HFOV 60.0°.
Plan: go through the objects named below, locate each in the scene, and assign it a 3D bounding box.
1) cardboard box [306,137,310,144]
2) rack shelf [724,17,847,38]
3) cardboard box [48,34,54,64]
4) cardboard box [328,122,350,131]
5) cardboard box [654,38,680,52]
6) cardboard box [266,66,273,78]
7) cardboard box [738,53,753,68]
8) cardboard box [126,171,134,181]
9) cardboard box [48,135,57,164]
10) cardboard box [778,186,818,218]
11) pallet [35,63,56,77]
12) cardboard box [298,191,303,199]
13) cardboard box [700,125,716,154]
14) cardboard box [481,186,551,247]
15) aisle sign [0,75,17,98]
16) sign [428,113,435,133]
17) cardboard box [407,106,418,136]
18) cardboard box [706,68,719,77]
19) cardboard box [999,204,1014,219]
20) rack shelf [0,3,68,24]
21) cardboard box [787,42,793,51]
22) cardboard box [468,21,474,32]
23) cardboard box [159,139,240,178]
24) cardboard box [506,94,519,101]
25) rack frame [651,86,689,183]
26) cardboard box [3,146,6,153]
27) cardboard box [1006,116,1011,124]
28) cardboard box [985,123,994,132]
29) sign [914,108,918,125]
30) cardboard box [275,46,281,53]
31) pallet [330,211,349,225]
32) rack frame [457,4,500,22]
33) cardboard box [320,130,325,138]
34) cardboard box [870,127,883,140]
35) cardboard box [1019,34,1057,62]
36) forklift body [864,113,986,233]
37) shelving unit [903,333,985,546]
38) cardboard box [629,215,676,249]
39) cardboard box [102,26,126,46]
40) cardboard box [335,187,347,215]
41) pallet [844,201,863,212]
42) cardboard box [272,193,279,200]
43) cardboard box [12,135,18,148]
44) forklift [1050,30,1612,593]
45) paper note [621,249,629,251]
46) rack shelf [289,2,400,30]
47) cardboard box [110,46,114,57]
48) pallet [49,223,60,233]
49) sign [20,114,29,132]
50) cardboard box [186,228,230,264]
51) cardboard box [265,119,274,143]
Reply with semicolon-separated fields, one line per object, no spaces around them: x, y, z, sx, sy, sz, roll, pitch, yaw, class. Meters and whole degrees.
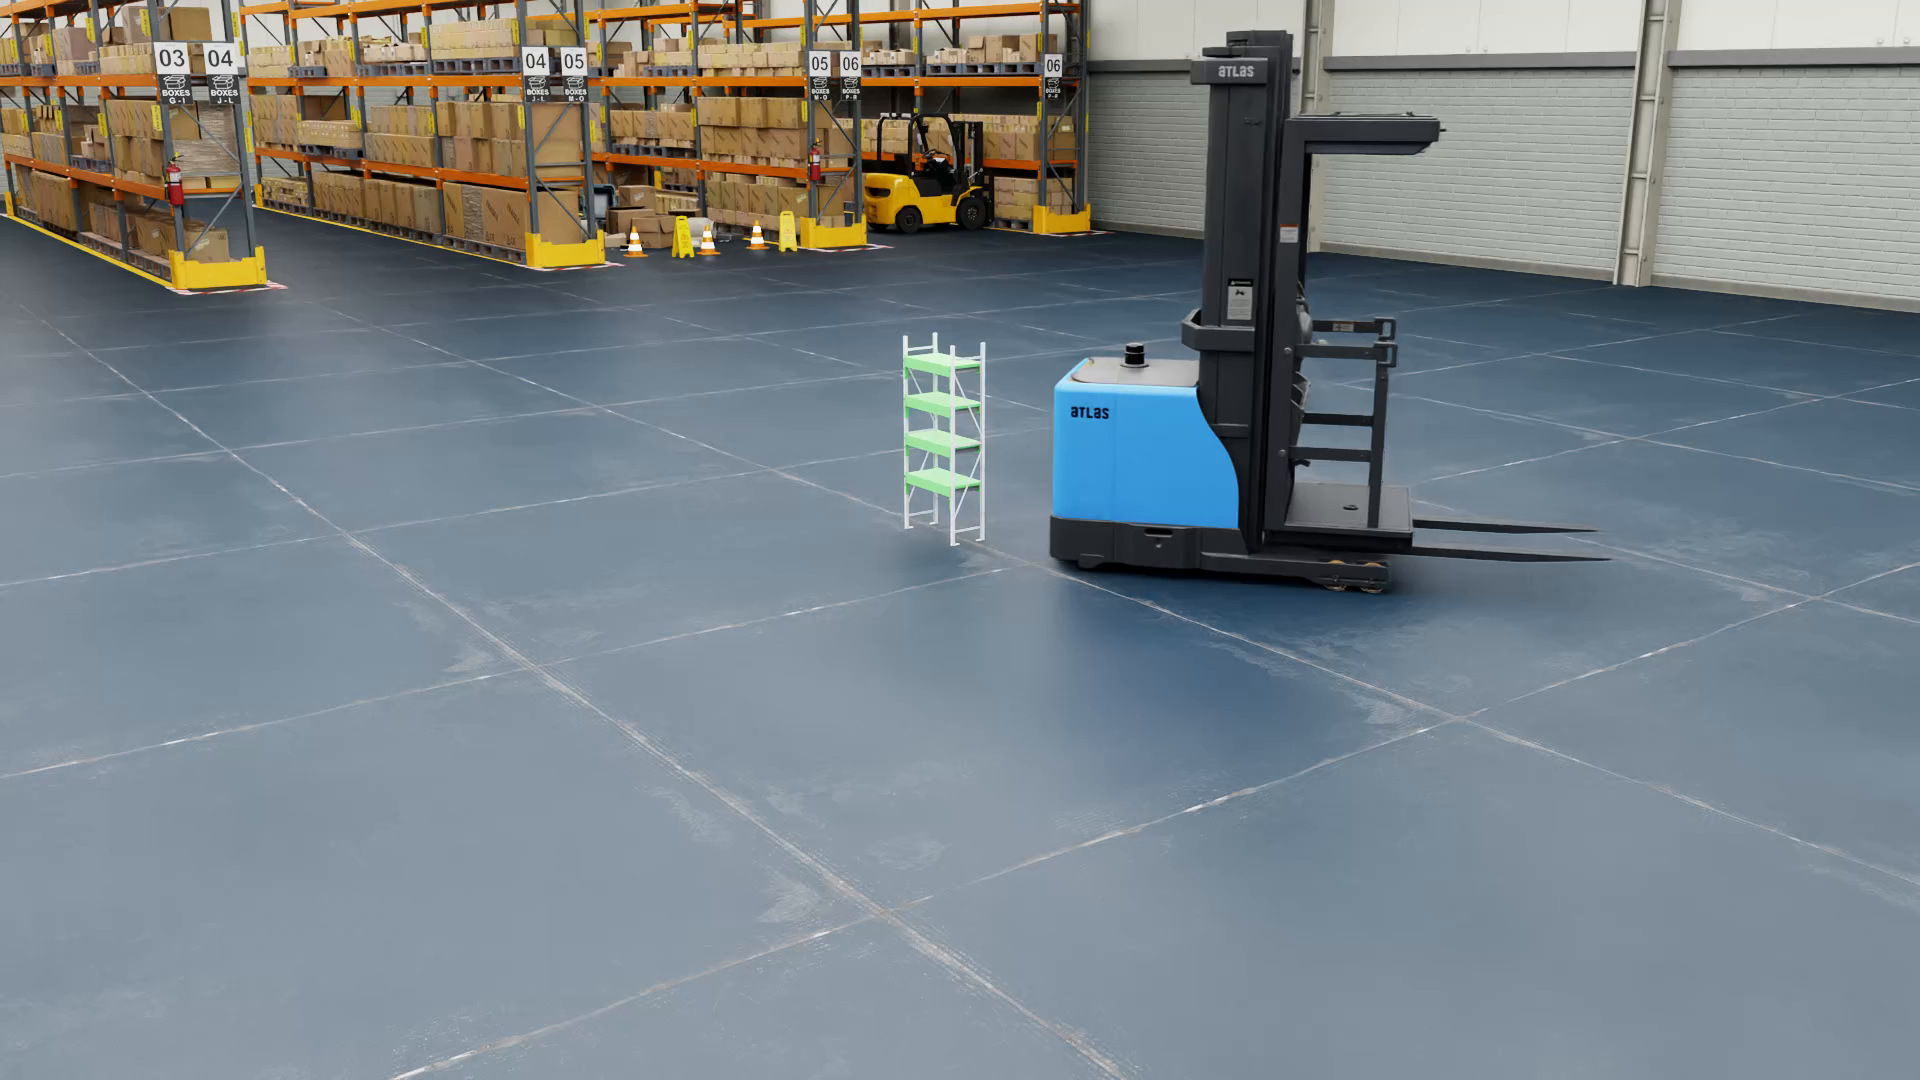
-12.943;-8.059;33.520;0.380;0.149;0.250;-11;19;-34;cardboard box
-3.981;-11.733;38.020;1.077;0.370;4.000;-11;19;-35;rack shelf
-15.251;-8.461;28.635;0.797;0.503;0.637;-10;18;-31;cardboard box
-12.018;-8.012;32.220;0.380;0.149;0.250;-11;19;-35;cardboard box
-5.527;-9.464;31.831;0.500;0.250;0.500;-10;18;-34;cardboard box
-14.495;-10.006;35.553;0.500;0.250;0.500;-11;19;-35;cardboard box
-3.535;-8.383;29.063;0.500;0.250;0.500;-11;19;-34;cardboard box
-12.024;-5.359;24.450;0.380;0.149;0.250;-11;19;-35;cardboard box
-15.921;-6.976;29.692;0.500;0.500;0.500;-12;19;-36;cardboard box
-2.796;-5.842;28.730;0.500;0.500;0.500;-11;19;-34;cardboard box
-15.255;-8.128;28.767;1.213;0.211;1.003;-10;18;-32;pallet
-13.726;-7.290;35.071;0.380;0.149;0.250;-12;19;-37;cardboard box
-4.432;-7.382;30.611;0.500;0.500;0.500;-11;19;-35;cardboard box
-7.030;-5.183;26.560;0.875;0.875;0.875;-11;19;-35;cardboard box
-19.822;-9.574;34.450;0.394;0.787;0.004;-11;19;-35;aisle sign
-8.843;-6.971;27.821;0.100;0.325;0.005;-11;19;-35;sign
-9.308;-7.390;29.312;0.700;0.500;0.500;-11;19;-34;cardboard box
-4.374;-8.483;30.182;0.380;0.149;0.250;-11;19;-34;cardboard box
1.082;-6.279;31.750;0.500;0.250;0.500;-11;19;-35;cardboard box
-18.361;-10.278;32.702;1.077;0.370;4.000;-11;19;-35;rack shelf
-2.672;-8.271;27.895;0.380;0.149;0.250;-10;18;-34;cardboard box
-7.428;-7.989;25.882;0.380;0.149;0.250;-11;19;-34;cardboard box
-10.431;-5.248;22.816;0.875;0.500;0.500;-11;19;-35;cardboard box
-10.154;-10.122;38.065;0.380;0.149;0.250;-11;19;-35;cardboard box
-7.509;-10.661;43.345;1.000;3.000;0.127;-11;19;-35;rack frame
-19.596;-8.103;34.476;0.380;0.149;0.250;-11;19;-34;cardboard box
1.086;-7.957;31.484;0.380;0.149;0.250;-11;19;-34;cardboard box
0.695;-7.906;31.862;0.380;0.149;0.250;-11;19;-34;cardboard box
-0.886;-8.532;33.525;0.100;0.325;0.005;-11;19;-35;sign
-14.139;-10.299;34.923;0.380;0.149;0.250;-12;19;-37;cardboard box
-11.934;-6.474;33.329;1.003;0.211;1.213;-11;19;-35;pallet
-11.521;-12.783;39.735;1.000;3.000;0.127;-11;19;-35;rack frame
-12.333;-7.981;32.671;0.380;0.149;0.250;-11;19;-36;cardboard box
-1.553;-8.551;34.974;0.500;0.250;0.500;-10;18;-33;cardboard box
1.442;-9.047;30.591;0.500;0.500;0.500;-10;18;-33;cardboard box
-0.692;-6.957;31.419;2.313;2.155;1.214;-11;19;-35;forklift body
-0.097;-0.614;10.047;0.258;1.200;0.503;-11;19;-35;shelving unit
-5.194;-5.251;28.308;0.637;0.503;0.797;4;16;13;cardboard box
-12.678;-7.604;25.502;0.797;0.503;0.637;-12;19;-37;cardboard box
-11.987;-6.710;32.850;0.500;0.500;0.500;-12;19;-37;cardboard box
-2.352;-7.426;36.807;1.003;0.211;1.213;-11;19;-35;pallet
-14.983;-7.599;36.762;0.380;0.149;0.250;-11;19;-34;cardboard box
-18.559;-7.950;33.160;0.500;0.250;0.500;-11;19;-36;cardboard box
2.085;-1.279;9.196;3.031;2.935;1.130;4;16;13;forklift
-5.583;-4.840;27.704;0.144;0.017;0.142;-4;16;-15;paper note
-11.938;-10.172;32.316;1.077;0.370;4.000;-11;19;-35;rack shelf
-12.185;-7.131;24.294;0.380;0.149;0.250;-11;19;-34;cardboard box
-16.671;-5.999;31.595;1.003;0.211;1.213;-11;19;-35;pallet
-17.634;-7.866;31.346;0.100;0.325;0.005;-11;19;-35;sign
-10.483;-4.068;23.195;0.500;0.500;0.500;-7;17;-24;cardboard box
-14.812;-8.936;36.289;0.500;0.500;0.500;-11;19;-34;cardboard box
